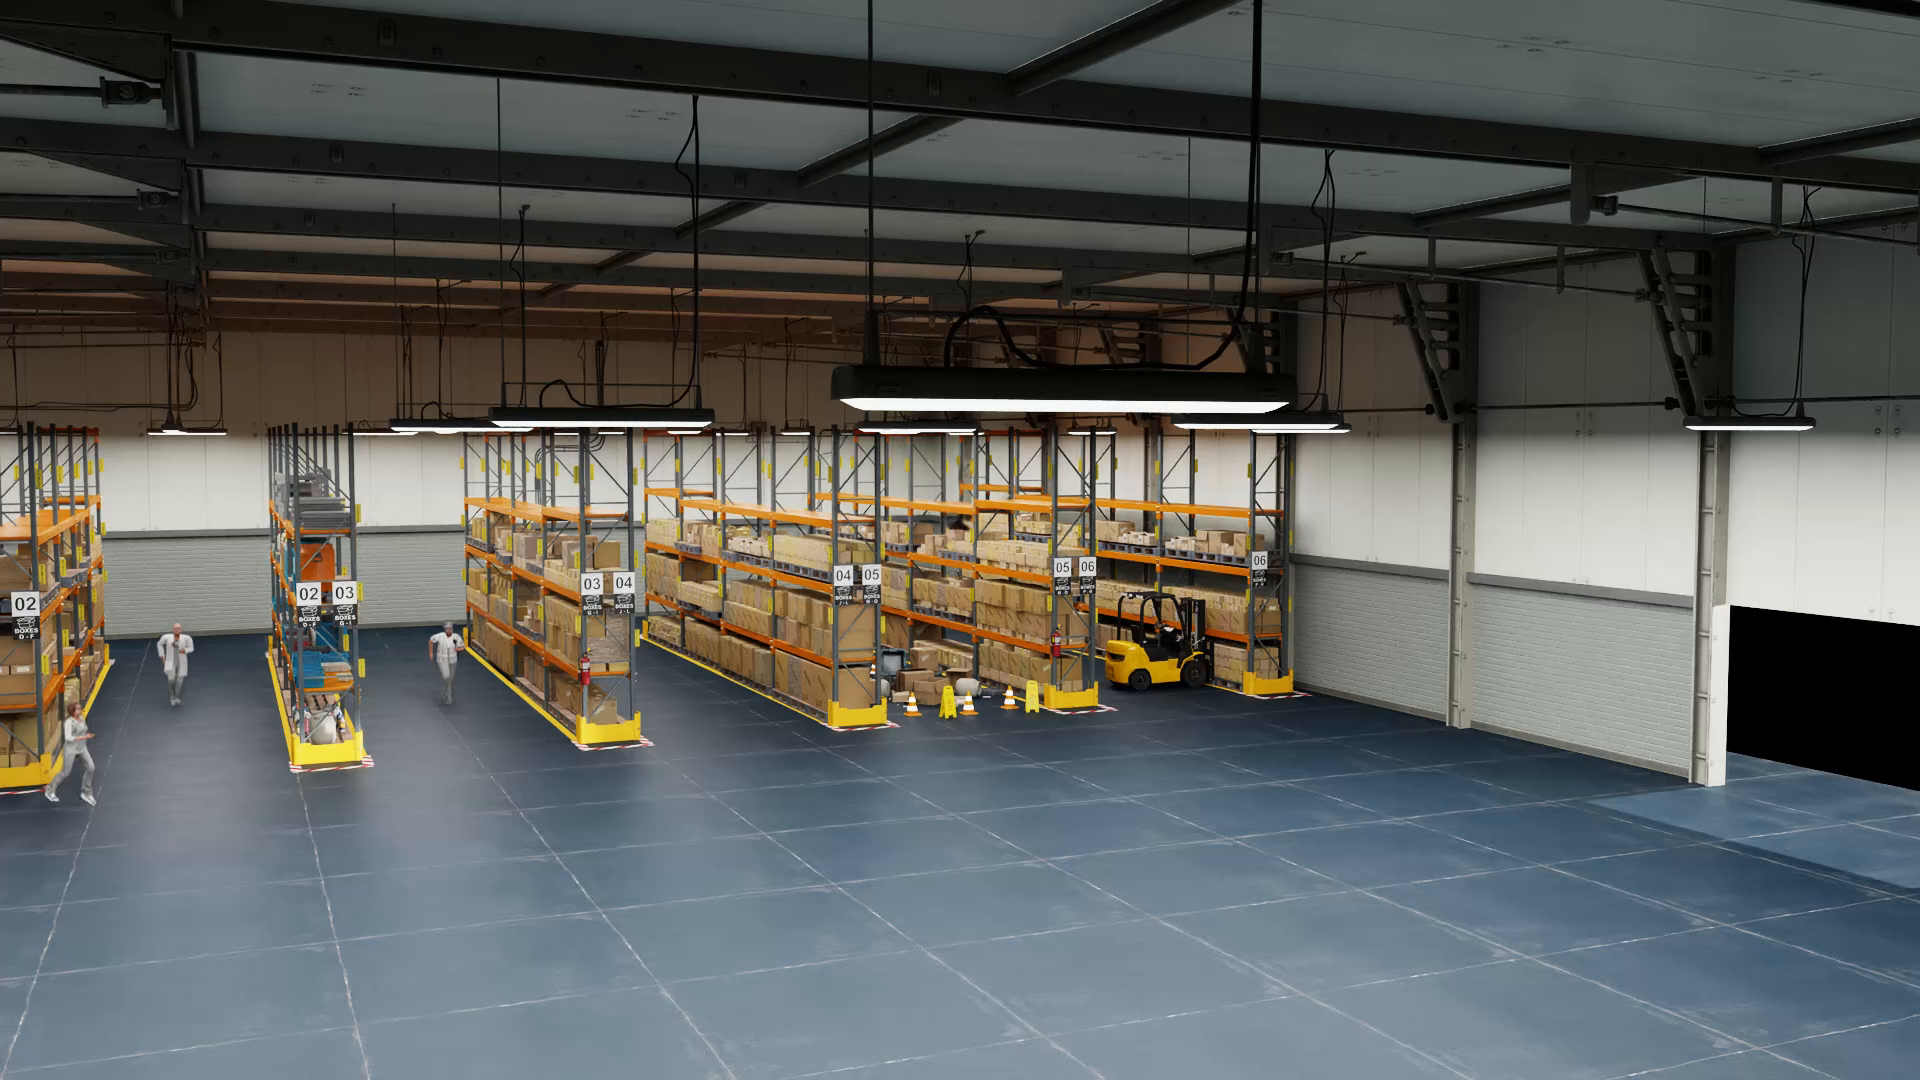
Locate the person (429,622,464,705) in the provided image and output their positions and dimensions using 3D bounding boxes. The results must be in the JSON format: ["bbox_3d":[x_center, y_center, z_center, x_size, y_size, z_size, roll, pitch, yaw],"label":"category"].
[{"bbox_3d":[-11.087,2.659,35.956,0.686,1.825,0.875,-2,4,-29],"label":"person"}]

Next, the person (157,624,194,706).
[{"bbox_3d":[-16.806,2.667,35.657,0.691,1.762,0.799,-2,4,-28],"label":"person"}]

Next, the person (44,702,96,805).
[{"bbox_3d":[-13.857,3.337,25.972,0.844,1.631,0.548,1,4,11],"label":"person"}]
